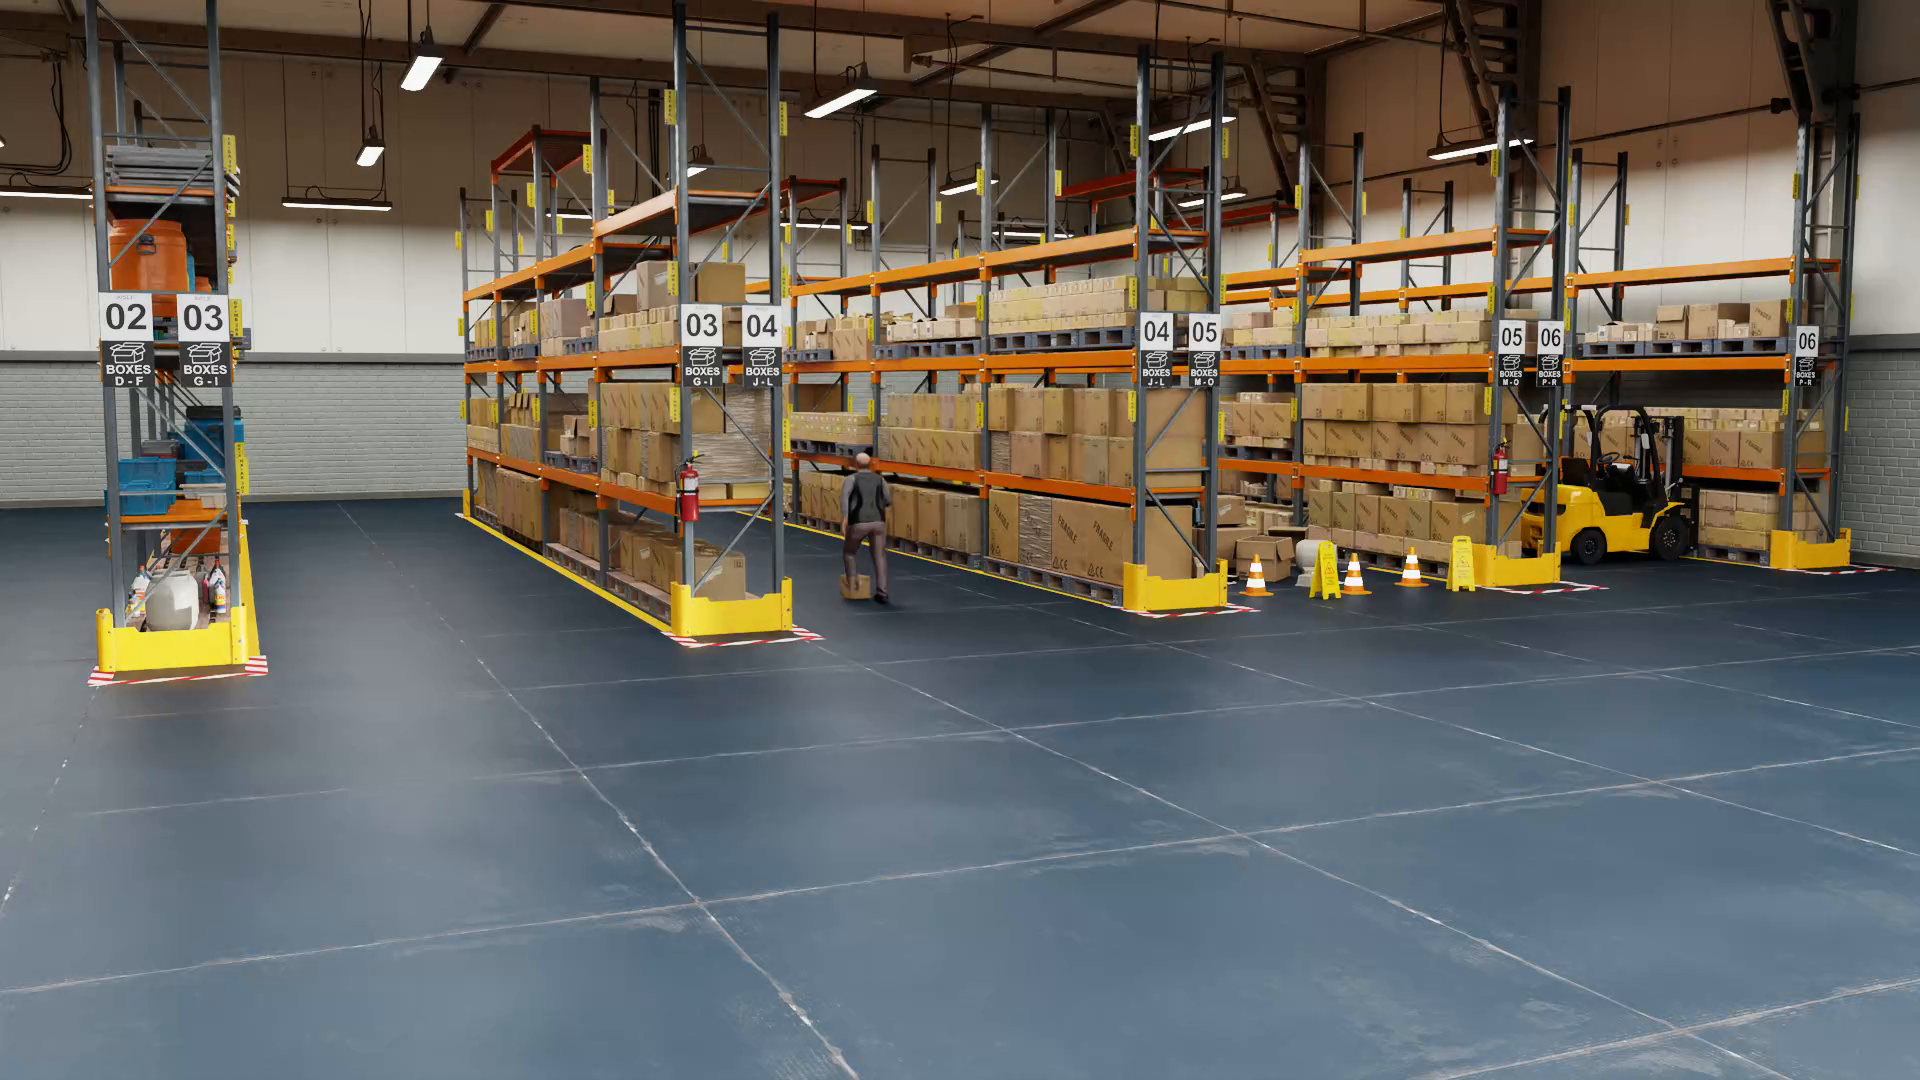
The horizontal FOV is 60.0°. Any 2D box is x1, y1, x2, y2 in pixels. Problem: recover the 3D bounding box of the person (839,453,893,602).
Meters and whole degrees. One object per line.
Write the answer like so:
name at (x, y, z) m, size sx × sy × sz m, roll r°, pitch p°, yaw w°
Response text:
person at (-1.067, -0.158, 18.819) m, size 0.679 × 1.646 × 0.899 m, roll -2°, pitch 6°, yaw -18°
